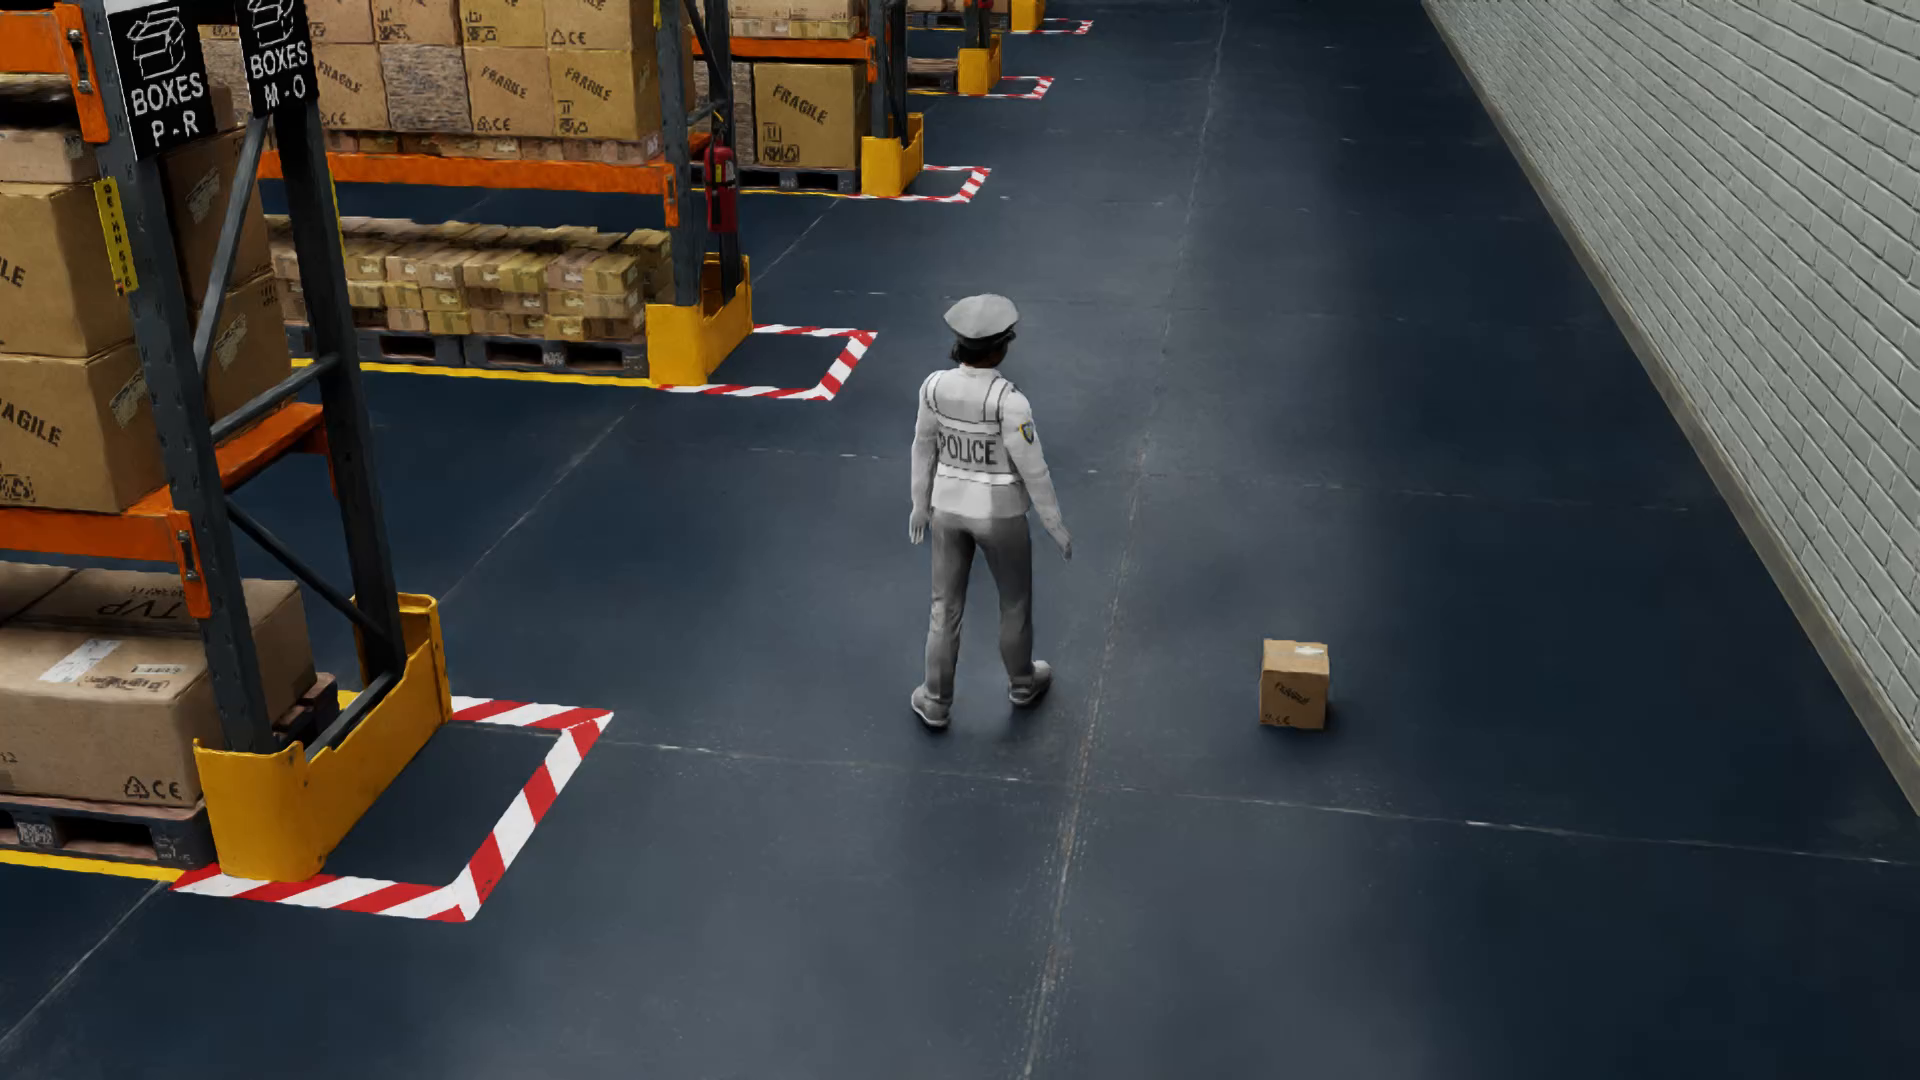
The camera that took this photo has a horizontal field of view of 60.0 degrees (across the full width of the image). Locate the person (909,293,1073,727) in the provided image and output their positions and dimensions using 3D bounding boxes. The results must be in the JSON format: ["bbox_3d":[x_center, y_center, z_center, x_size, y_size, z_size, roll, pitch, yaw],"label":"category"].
[{"bbox_3d":[0.133,-0.107,6.274,0.658,1.670,0.589,12,27,23],"label":"person"}]
